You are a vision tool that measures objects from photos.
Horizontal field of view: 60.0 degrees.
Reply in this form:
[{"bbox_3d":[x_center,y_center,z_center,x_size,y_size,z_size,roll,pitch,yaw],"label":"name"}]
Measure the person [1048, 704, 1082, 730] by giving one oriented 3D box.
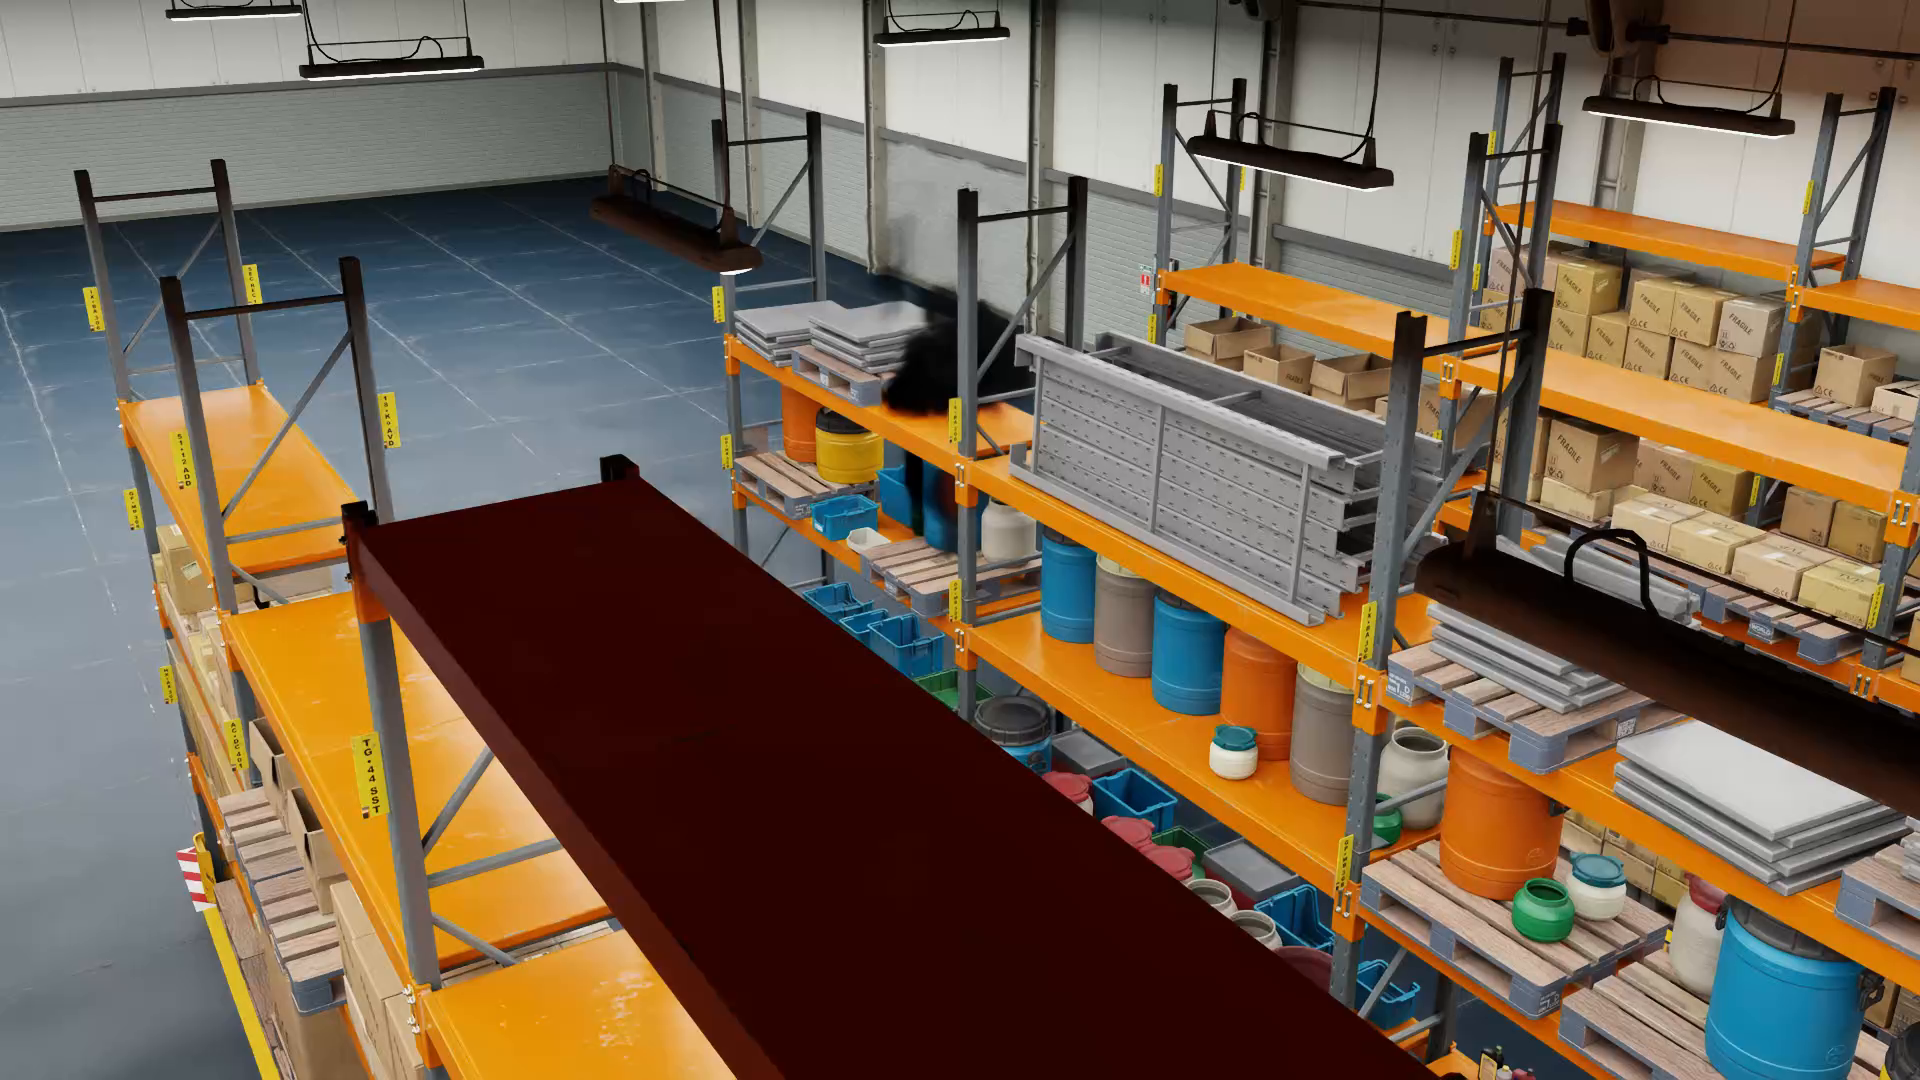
[{"bbox_3d":[1.115,1.299,15.763,0.629,1.746,0.631,-16,27,-35],"label":"person"}]
